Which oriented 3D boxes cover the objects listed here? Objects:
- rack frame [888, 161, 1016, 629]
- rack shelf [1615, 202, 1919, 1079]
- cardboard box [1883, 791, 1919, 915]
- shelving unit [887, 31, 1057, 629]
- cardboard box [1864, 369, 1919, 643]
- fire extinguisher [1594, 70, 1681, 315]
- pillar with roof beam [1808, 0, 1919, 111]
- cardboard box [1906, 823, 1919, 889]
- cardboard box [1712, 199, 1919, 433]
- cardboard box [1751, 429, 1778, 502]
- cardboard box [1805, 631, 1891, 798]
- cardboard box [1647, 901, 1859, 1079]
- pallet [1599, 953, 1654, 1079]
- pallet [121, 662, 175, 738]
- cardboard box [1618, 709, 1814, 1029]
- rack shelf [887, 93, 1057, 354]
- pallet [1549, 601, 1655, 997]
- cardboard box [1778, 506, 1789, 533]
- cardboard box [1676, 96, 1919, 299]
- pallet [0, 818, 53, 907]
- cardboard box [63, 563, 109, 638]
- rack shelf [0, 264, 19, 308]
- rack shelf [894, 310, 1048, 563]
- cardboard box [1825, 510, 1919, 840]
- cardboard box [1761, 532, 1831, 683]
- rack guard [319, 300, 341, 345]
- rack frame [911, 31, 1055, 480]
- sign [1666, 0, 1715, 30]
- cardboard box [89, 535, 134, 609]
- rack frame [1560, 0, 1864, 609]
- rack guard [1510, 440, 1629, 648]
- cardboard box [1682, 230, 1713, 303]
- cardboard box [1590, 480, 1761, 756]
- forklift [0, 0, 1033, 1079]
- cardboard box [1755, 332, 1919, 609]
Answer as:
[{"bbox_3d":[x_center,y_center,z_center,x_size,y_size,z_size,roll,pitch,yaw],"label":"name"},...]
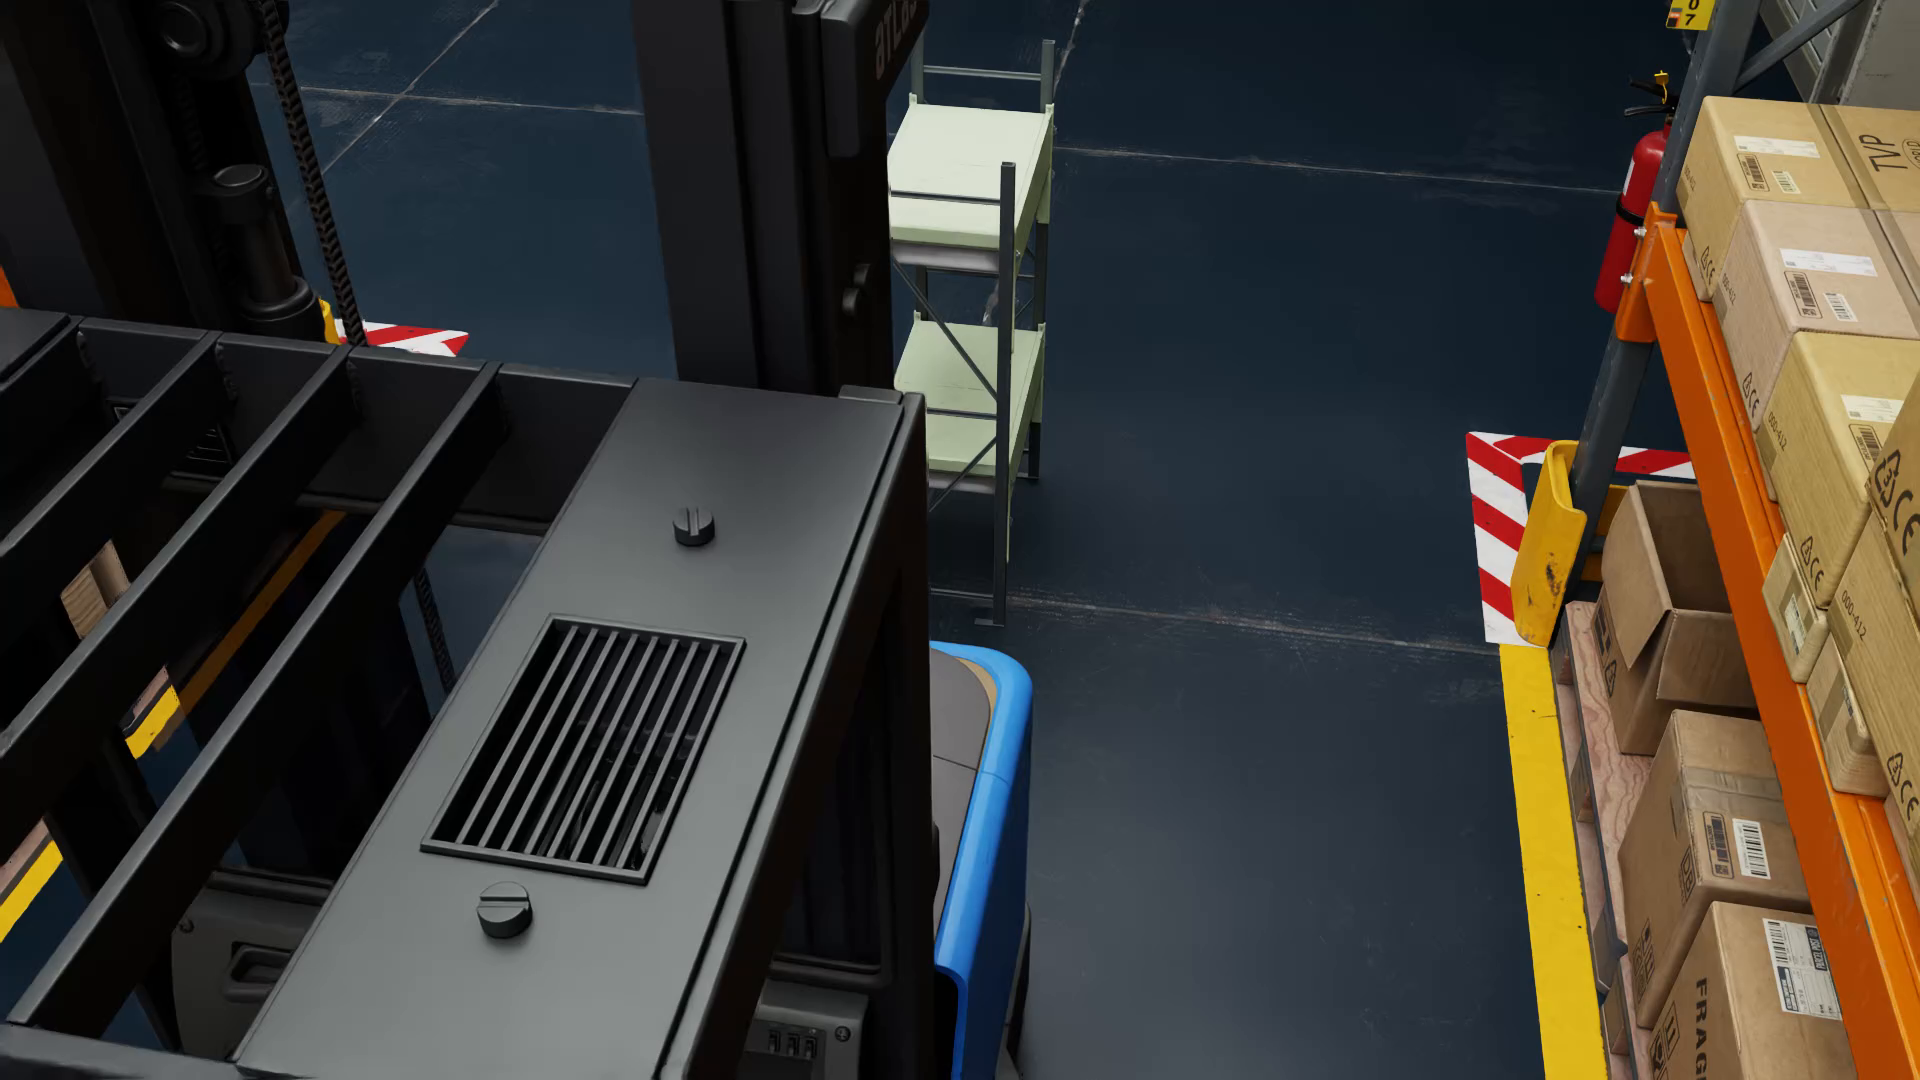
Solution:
[{"bbox_3d":[-0.064,-0.344,4.489,0.400,1.500,0.023,6,40,8],"label":"rack frame"},{"bbox_3d":[1.910,0.590,2.746,1.077,0.370,4.000,6,40,8],"label":"rack shelf"},{"bbox_3d":[1.655,0.471,2.524,0.380,0.149,0.250,6,40,8],"label":"cardboard box"},{"bbox_3d":[-0.001,-0.574,4.767,0.431,1.500,0.755,6,40,8],"label":"shelving unit"},{"bbox_3d":[1.653,-0.091,2.302,0.500,0.500,0.500,7,40,9],"label":"cardboard box"},{"bbox_3d":[1.827,-0.912,4.352,0.296,0.674,0.183,6,40,8],"label":"fire extinguisher"},{"bbox_3d":[-0.629,-5.322,4.624,9.100,9.000,0.400,6,40,8],"label":"pillar with roof beam"},{"bbox_3d":[1.583,0.537,2.130,0.500,0.250,0.500,6,40,7],"label":"cardboard box"},{"bbox_3d":[1.825,-0.427,3.297,0.500,0.250,0.500,7,40,8],"label":"cardboard box"},{"bbox_3d":[1.815,-0.184,3.315,0.380,0.149,0.250,8,40,9],"label":"cardboard box"},{"bbox_3d":[1.632,0.301,2.729,0.380,0.149,0.250,7,40,9],"label":"cardboard box"},{"bbox_3d":[1.681,1.086,3.215,0.500,0.500,0.500,7,40,8],"label":"cardboard box"},{"bbox_3d":[1.893,1.444,3.338,1.003,0.211,1.213,6,40,8],"label":"pallet"},{"bbox_3d":[-2.694,0.098,4.966,1.003,0.211,1.213,6,40,8],"label":"pallet"},{"bbox_3d":[1.871,0.765,3.603,0.700,0.500,0.500,8,40,9],"label":"cardboard box"},{"bbox_3d":[-0.001,-0.875,4.518,0.431,0.370,0.720,6,40,8],"label":"rack shelf"},{"bbox_3d":[2.106,0.681,4.261,1.003,0.211,1.213,6,40,8],"label":"pallet"},{"bbox_3d":[1.775,-0.016,3.113,0.380,0.149,0.250,7,40,8],"label":"cardboard box"},{"bbox_3d":[1.912,-0.744,3.680,0.500,0.250,0.500,7,40,8],"label":"cardboard box"},{"bbox_3d":[-2.908,0.862,4.042,1.003,0.211,1.213,6,40,8],"label":"pallet"},{"bbox_3d":[-2.799,0.339,4.167,0.875,0.438,0.875,7,40,9],"label":"cardboard box"},{"bbox_3d":[-2.979,0.045,3.406,1.077,0.370,4.000,6,40,8],"label":"rack shelf"},{"bbox_3d":[-0.001,-0.323,4.975,0.431,0.370,0.720,6,40,8],"label":"rack shelf"},{"bbox_3d":[1.673,0.214,2.521,0.500,0.250,0.500,5,40,7],"label":"cardboard box"},{"bbox_3d":[1.657,0.134,2.931,0.380,0.149,0.250,5,40,6],"label":"cardboard box"},{"bbox_3d":[-2.629,-0.539,5.509,1.175,0.500,0.348,6,40,8],"label":"rack guard"},{"bbox_3d":[0.062,-0.804,5.045,0.400,1.500,0.023,6,40,8],"label":"rack frame"},{"bbox_3d":[1.722,-1.335,3.832,0.100,0.325,0.005,6,40,8],"label":"sign"},{"bbox_3d":[-2.649,-0.236,4.863,0.875,0.438,0.875,5,40,6],"label":"cardboard box"},{"bbox_3d":[2.256,-0.942,4.035,1.000,3.000,0.127,6,40,8],"label":"rack frame"},{"bbox_3d":[2.243,0.069,4.774,1.175,0.500,0.348,6,40,8],"label":"rack guard"},{"bbox_3d":[1.929,-0.669,3.902,0.380,0.149,0.250,6,40,7],"label":"cardboard box"},{"bbox_3d":[2.057,0.232,4.245,0.797,0.503,0.637,5,40,6],"label":"cardboard box"},{"bbox_3d":[-0.619,0.786,1.999,1.130,2.935,3.031,7,40,8],"label":"forklift"},{"bbox_3d":[1.741,-0.109,2.912,0.500,0.250,0.500,6,40,7],"label":"cardboard box"}]
